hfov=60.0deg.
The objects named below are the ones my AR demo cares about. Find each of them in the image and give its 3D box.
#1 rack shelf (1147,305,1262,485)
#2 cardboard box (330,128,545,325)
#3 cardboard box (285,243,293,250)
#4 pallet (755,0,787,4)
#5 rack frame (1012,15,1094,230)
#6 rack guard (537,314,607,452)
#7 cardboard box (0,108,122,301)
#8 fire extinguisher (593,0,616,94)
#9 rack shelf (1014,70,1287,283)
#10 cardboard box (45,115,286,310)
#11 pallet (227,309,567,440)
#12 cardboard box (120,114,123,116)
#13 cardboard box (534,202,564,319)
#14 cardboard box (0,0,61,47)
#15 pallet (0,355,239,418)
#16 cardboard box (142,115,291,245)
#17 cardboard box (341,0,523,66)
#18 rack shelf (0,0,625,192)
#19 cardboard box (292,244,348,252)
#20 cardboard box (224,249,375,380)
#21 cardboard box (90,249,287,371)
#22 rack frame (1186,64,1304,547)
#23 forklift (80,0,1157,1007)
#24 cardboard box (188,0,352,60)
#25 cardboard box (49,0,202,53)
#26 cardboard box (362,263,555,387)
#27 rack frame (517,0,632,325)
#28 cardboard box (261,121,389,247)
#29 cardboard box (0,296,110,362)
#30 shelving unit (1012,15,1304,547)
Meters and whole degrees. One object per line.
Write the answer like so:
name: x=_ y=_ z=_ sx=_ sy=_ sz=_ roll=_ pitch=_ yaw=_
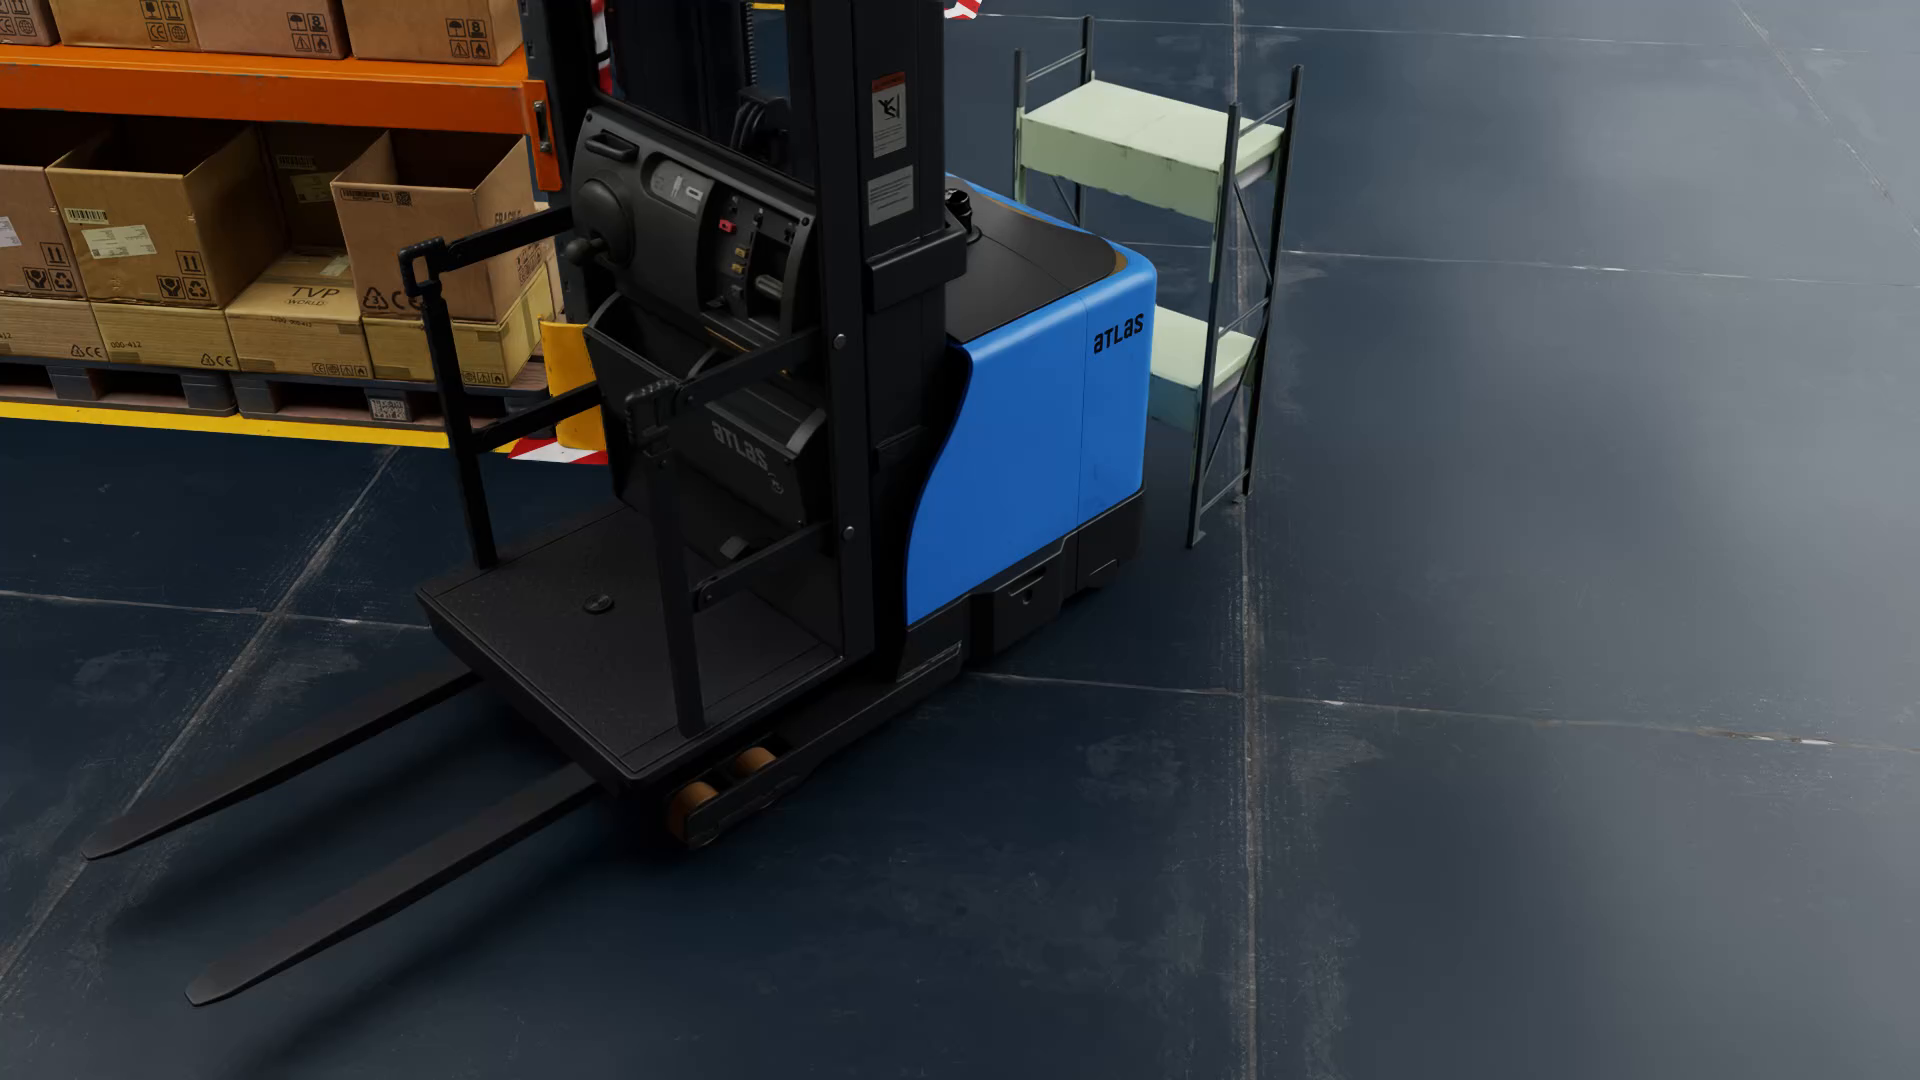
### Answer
rack shelf: x=0.583 y=-0.547 z=5.527 sx=0.720 sy=0.370 sz=0.431 roll=24 pitch=42 yaw=30
cardboard box: x=-1.808 y=-1.104 z=5.816 sx=0.500 sy=0.500 sz=0.500 roll=4 pitch=36 yaw=6
cardboard box: x=-2.734 y=-1.170 z=6.554 sx=0.500 sy=0.250 sz=0.500 roll=4 pitch=36 yaw=6
pallet: x=-1.490 y=-3.639 z=10.408 sx=1.213 sy=0.211 sz=1.003 roll=4 pitch=36 yaw=6
rack frame: x=0.291 y=-0.941 z=5.518 sx=0.023 sy=1.500 sz=0.400 roll=24 pitch=42 yaw=30
rack guard: x=-1.214 y=-0.860 z=6.265 sx=0.348 sy=0.500 sz=1.175 roll=4 pitch=36 yaw=6
cardboard box: x=-3.297 y=-1.207 z=5.960 sx=0.500 sy=0.500 sz=0.500 roll=4 pitch=36 yaw=6
fire extinguisher: x=-1.180 y=-1.571 z=5.177 sx=0.183 sy=0.674 sz=0.296 roll=4 pitch=36 yaw=6
rack shelf: x=0.583 y=-1.130 z=5.111 sx=0.720 sy=0.370 sz=0.431 roll=24 pitch=42 yaw=30
cardboard box: x=-2.801 y=-1.169 z=5.907 sx=0.500 sy=0.500 sz=0.500 roll=4 pitch=36 yaw=6
pallet: x=-2.002 y=-0.776 z=6.397 sx=1.213 sy=0.211 sz=1.003 roll=4 pitch=36 yaw=6
cardboard box: x=-3.229 y=-1.516 z=6.393 sx=0.500 sy=0.500 sz=0.500 roll=4 pitch=36 yaw=6
cardboard box: x=-1.741 y=-1.098 z=6.453 sx=0.500 sy=0.250 sz=0.500 roll=4 pitch=36 yaw=6
cardboard box: x=-3.235 y=-2.074 z=5.729 sx=0.500 sy=0.500 sz=0.700 roll=5 pitch=36 yaw=7
pallet: x=-3.208 y=-0.868 z=6.525 sx=1.213 sy=0.211 sz=1.003 roll=4 pitch=36 yaw=6
cardboard box: x=-2.735 y=-1.469 z=6.327 sx=0.500 sy=0.500 sz=0.500 roll=4 pitch=36 yaw=6
cardboard box: x=-1.699 y=-1.961 z=5.571 sx=0.500 sy=0.500 sz=0.700 roll=4 pitch=36 yaw=6
rack shelf: x=-3.222 y=-1.734 z=5.958 sx=4.000 sy=0.370 sz=1.077 roll=4 pitch=36 yaw=6
cardboard box: x=-2.238 y=-1.133 z=6.502 sx=0.500 sy=0.250 sz=0.500 roll=4 pitch=36 yaw=6
cardboard box: x=-2.305 y=-0.830 z=6.077 sx=0.500 sy=0.250 sz=0.500 roll=4 pitch=36 yaw=6
cardboard box: x=-2.801 y=-0.866 z=6.128 sx=0.500 sy=0.250 sz=0.500 roll=4 pitch=36 yaw=6
rack frame: x=0.874 y=-0.683 z=5.157 sx=0.023 sy=1.500 sz=0.400 roll=24 pitch=42 yaw=30
forklift: x=-0.827 y=-0.731 z=3.993 sx=3.031 sy=2.935 sz=1.130 roll=-29 pitch=45 yaw=-34
cardboard box: x=-2.221 y=-1.997 z=5.622 sx=0.500 sy=0.500 sz=0.700 roll=5 pitch=36 yaw=7
cardboard box: x=-2.713 y=-2.038 z=5.678 sx=0.500 sy=0.500 sz=0.700 roll=4 pitch=36 yaw=6
cardboard box: x=-1.807 y=-0.800 z=6.035 sx=0.500 sy=0.250 sz=0.500 roll=4 pitch=36 yaw=6
rack frame: x=-1.238 y=-1.879 z=5.541 sx=0.127 sy=3.000 sz=1.000 roll=4 pitch=36 yaw=6
cardboard box: x=-2.238 y=-1.439 z=6.286 sx=0.500 sy=0.500 sz=0.500 roll=4 pitch=36 yaw=6
cardboard box: x=-3.297 y=-0.904 z=6.181 sx=0.500 sy=0.250 sz=0.500 roll=4 pitch=36 yaw=6
shelving unit: x=0.583 y=-0.812 z=5.338 sx=0.755 sy=1.500 sz=0.431 roll=24 pitch=42 yaw=30
